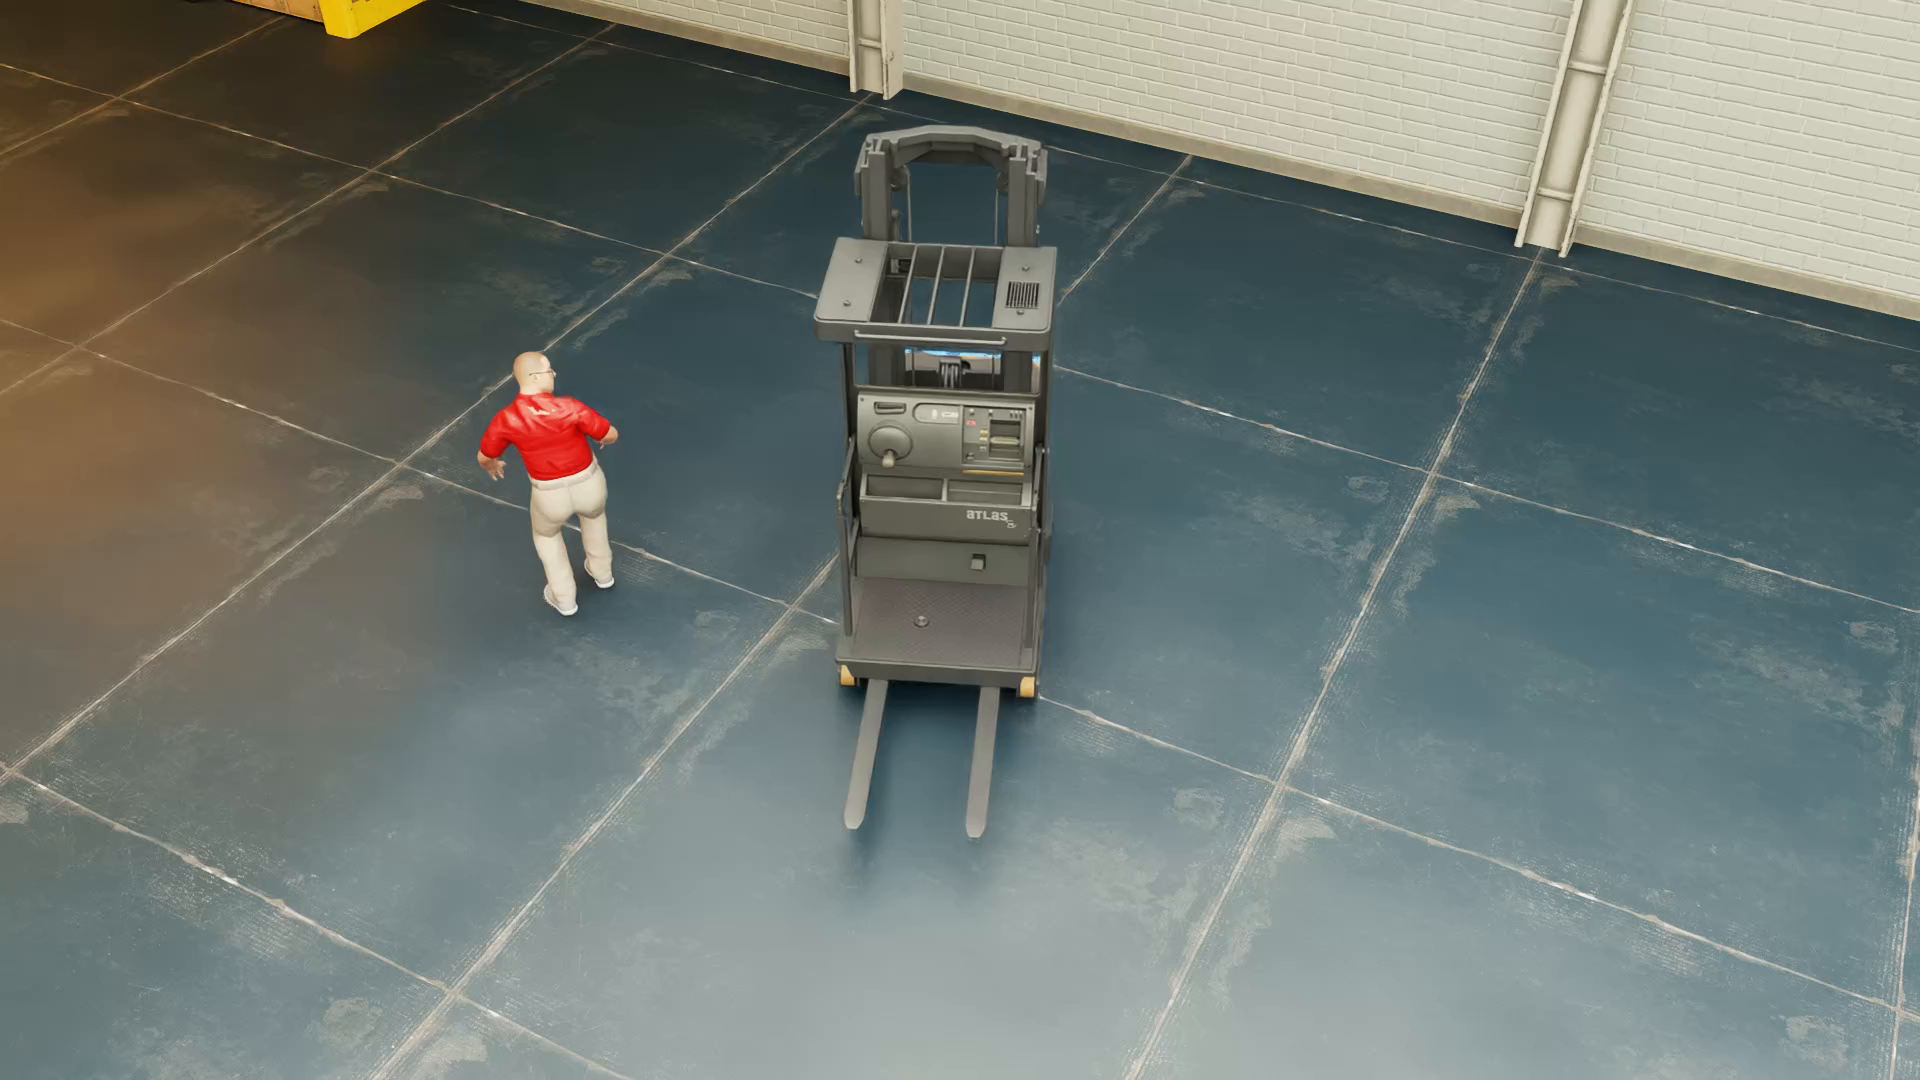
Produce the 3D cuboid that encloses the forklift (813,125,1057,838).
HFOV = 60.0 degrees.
[{"bbox_3d":[-0.093,-0.478,8.554,1.130,2.935,3.031,3,40,4],"label":"forklift"}]

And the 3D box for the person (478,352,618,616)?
[{"bbox_3d":[-2.285,-0.335,9.378,0.763,1.681,0.518,-11,41,-13],"label":"person"}]
